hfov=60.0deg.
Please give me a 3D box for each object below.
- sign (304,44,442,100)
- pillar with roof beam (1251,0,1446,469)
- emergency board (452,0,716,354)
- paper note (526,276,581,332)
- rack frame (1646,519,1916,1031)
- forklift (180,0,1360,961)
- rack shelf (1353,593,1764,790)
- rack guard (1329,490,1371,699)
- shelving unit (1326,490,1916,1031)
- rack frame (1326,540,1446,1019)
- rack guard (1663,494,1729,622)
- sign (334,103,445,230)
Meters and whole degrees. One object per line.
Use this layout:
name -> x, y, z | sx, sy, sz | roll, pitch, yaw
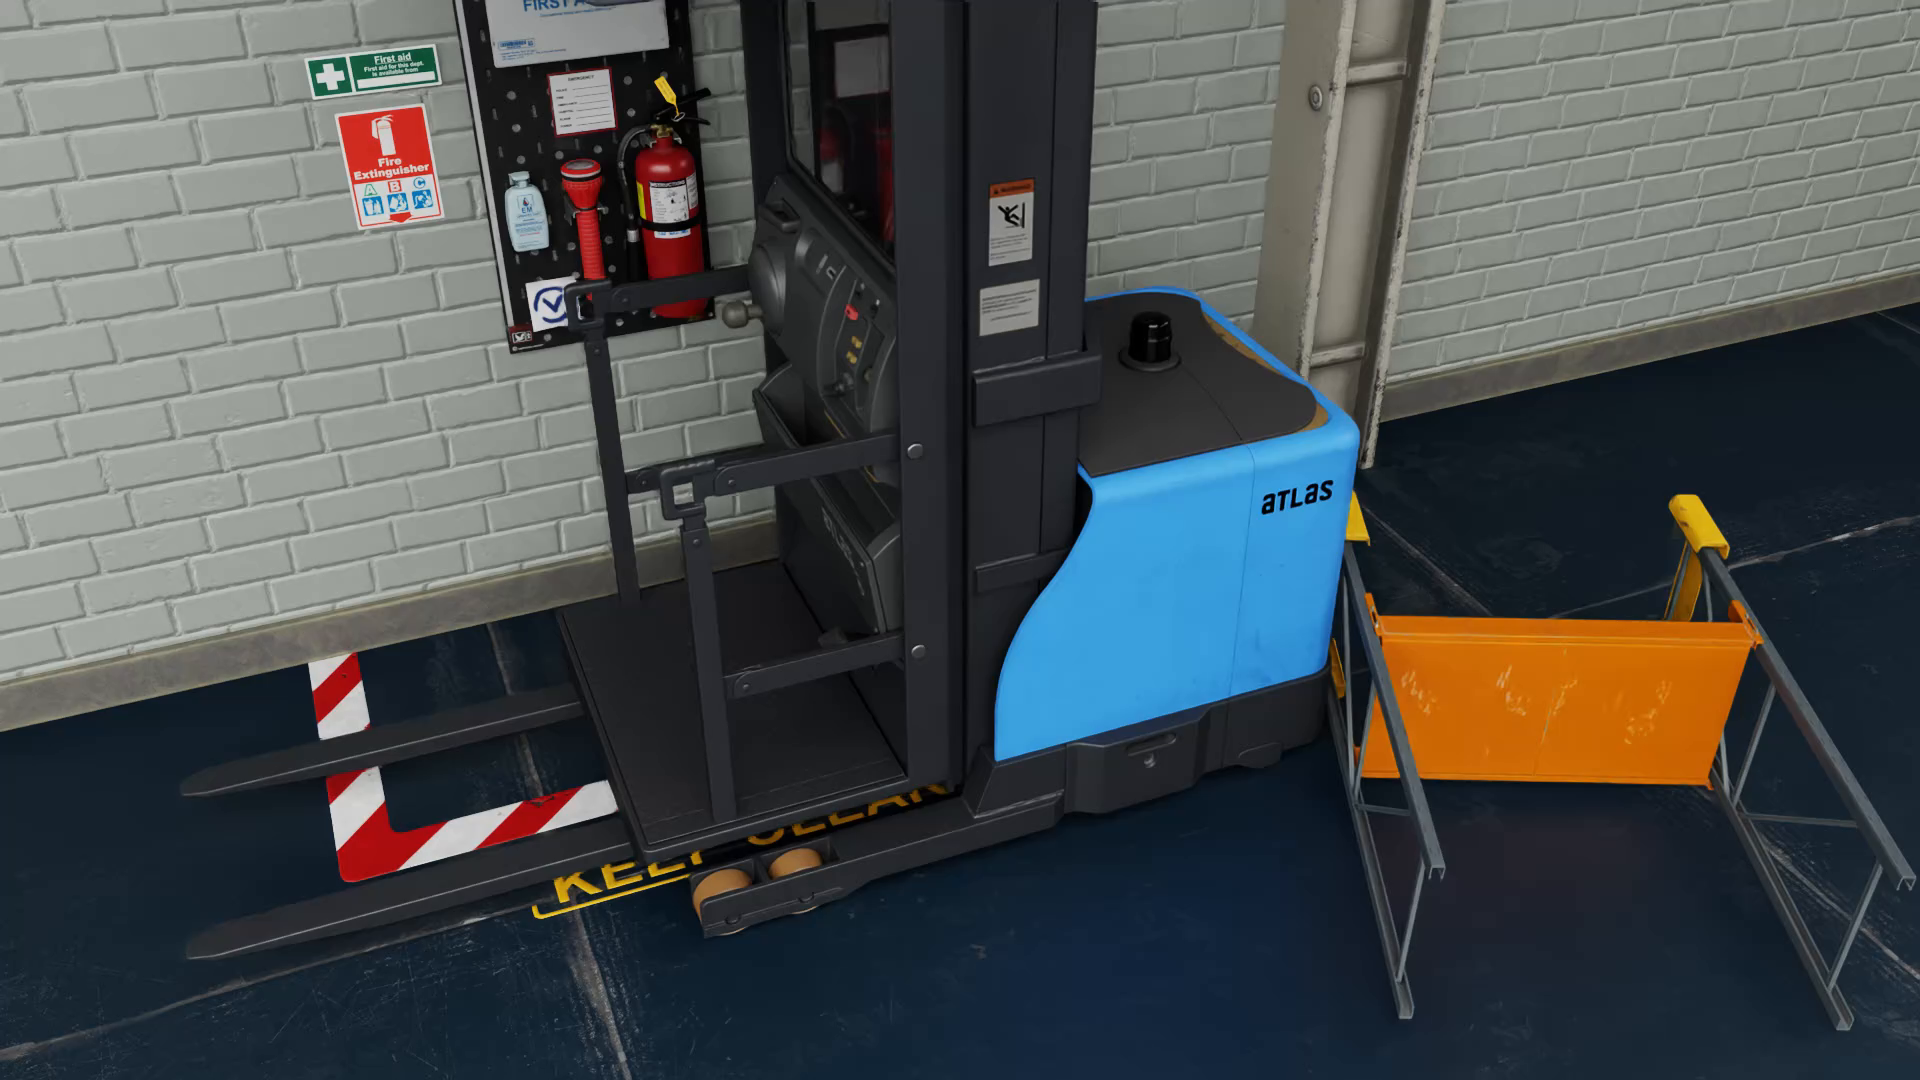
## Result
sign -> -1.541, -1.232, 4.375 | 0.331, 0.109, 0.001 | -13, 35, -19
pillar with roof beam -> 2.961, -1.916, 0.443 | 0.400, 9.000, 9.100 | -13, 35, -19
emergency board -> -0.999, -1.064, 4.634 | 0.643, 1.169, 0.194 | -13, 35, -19
paper note -> -1.189, -0.692, 4.870 | 0.142, 0.148, 0.016 | -13, 35, -19
rack frame -> 2.092, 0.527, 4.380 | 0.032, 0.500, 1.500 | 1, 34, 2
forklift -> -0.521, -0.556, 3.917 | 3.031, 2.935, 1.130 | -13, 35, -19
rack shelf -> 1.590, 0.418, 4.545 | 1.000, 0.538, 0.185 | 1, 34, 2
rack guard -> 1.116, 0.163, 4.929 | 0.087, 0.587, 0.250 | 1, 34, 2
shelving unit -> 1.593, 0.517, 4.394 | 1.083, 0.587, 1.500 | 1, 34, 2
rack frame -> 1.076, 0.508, 4.409 | 0.032, 0.500, 1.500 | 1, 34, 2
rack guard -> 2.112, 0.181, 4.901 | 0.087, 0.587, 0.250 | 1, 34, 2
sign -> -1.548, -1.014, 4.525 | 0.234, 0.329, 0.001 | -13, 35, -19
